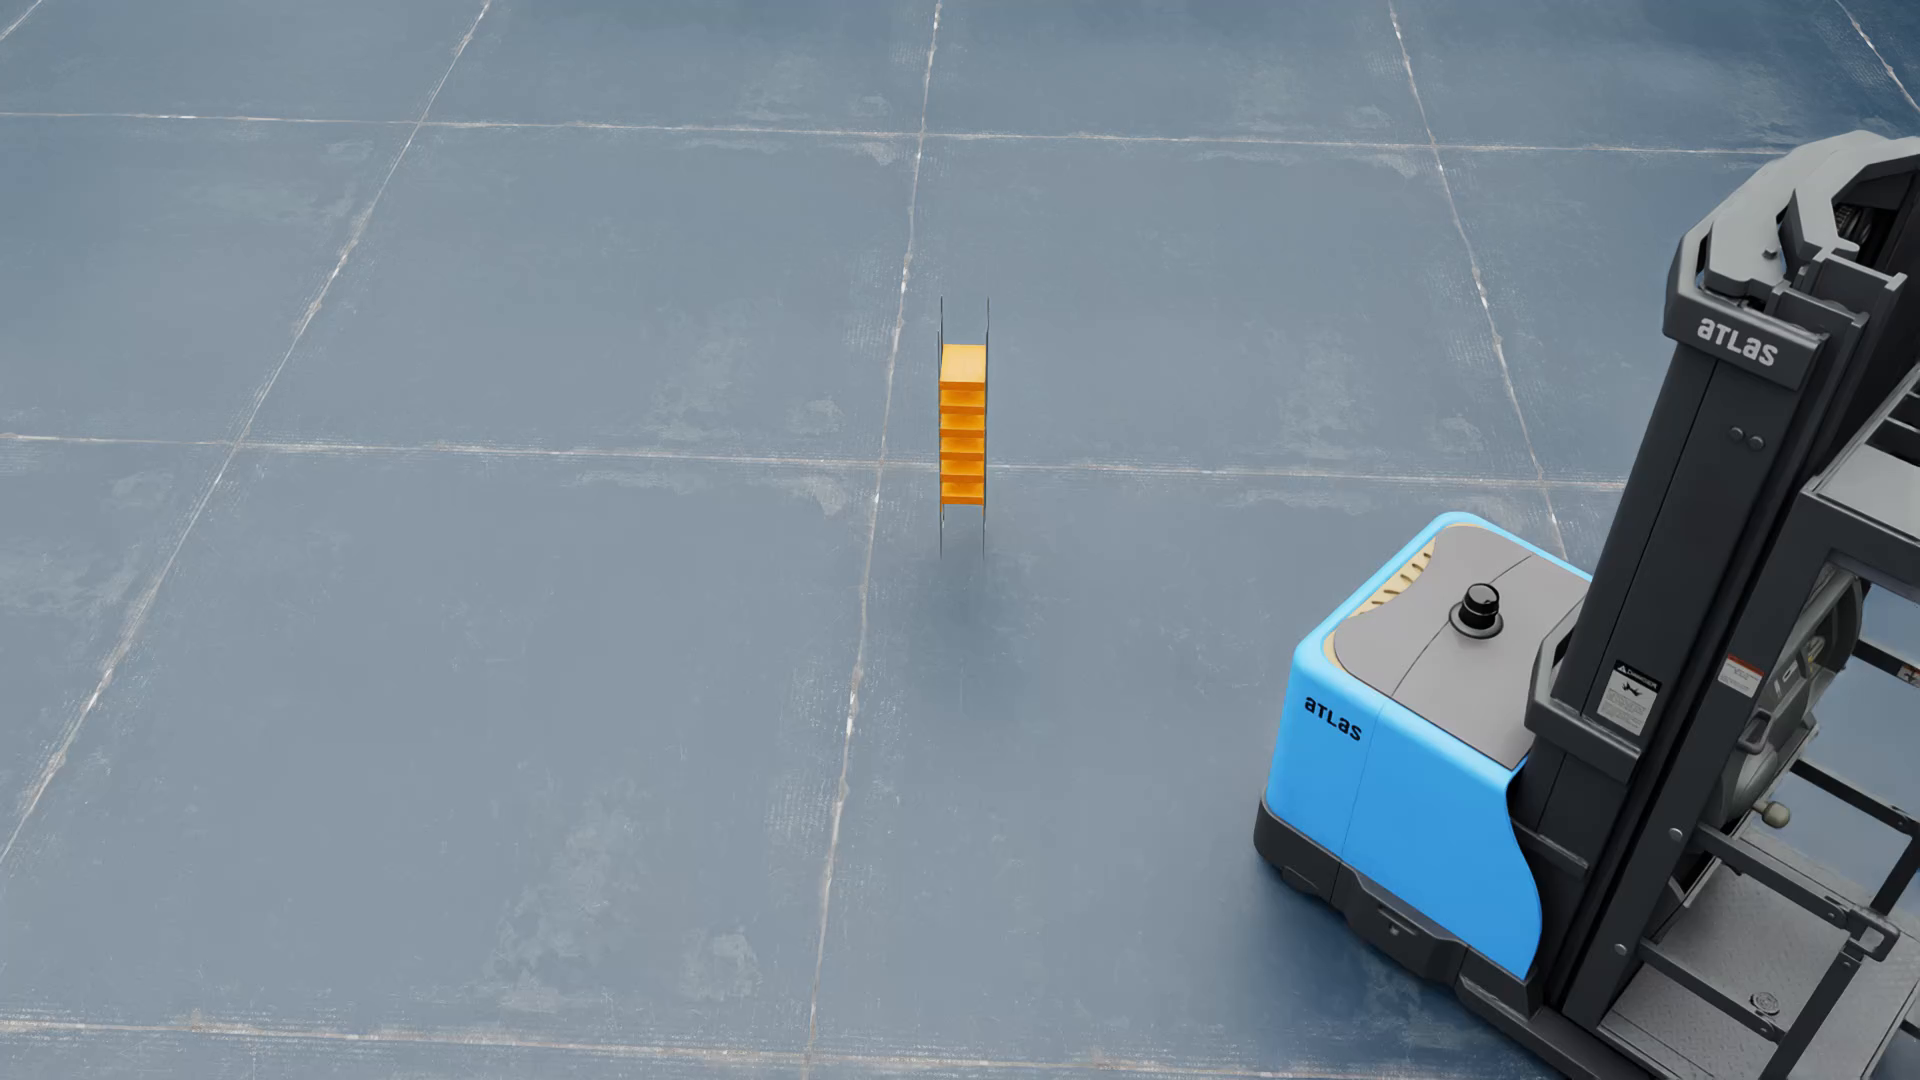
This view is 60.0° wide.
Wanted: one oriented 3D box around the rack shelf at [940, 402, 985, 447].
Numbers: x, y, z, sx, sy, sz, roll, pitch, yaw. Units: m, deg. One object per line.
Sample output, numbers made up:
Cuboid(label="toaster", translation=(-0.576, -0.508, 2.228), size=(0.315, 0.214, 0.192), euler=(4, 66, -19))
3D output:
Cuboid(label="rack shelf", translation=(0.014, -0.494, 6.789), size=(0.180, 0.103, 0.258), euler=(2, 43, 2))

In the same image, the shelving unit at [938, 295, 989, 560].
Cuboid(label="shelving unit", translation=(0.014, -0.439, 6.841), size=(0.189, 1.200, 0.258), euler=(2, 43, 2))

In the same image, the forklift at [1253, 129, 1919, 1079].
Cuboid(label="forklift", translation=(2.472, 0.516, 4.546), size=(3.031, 2.935, 1.130), euler=(33, 52, 30))

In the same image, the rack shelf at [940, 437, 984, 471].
Cuboid(label="rack shelf", translation=(0.014, -0.406, 6.871), size=(0.180, 0.103, 0.258), euler=(2, 43, 2))

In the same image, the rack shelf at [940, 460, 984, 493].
Cuboid(label="rack shelf", translation=(0.014, -0.318, 6.953), size=(0.180, 0.103, 0.258), euler=(2, 43, 2))

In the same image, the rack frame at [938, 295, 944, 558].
Cuboid(label="rack frame", translation=(-0.077, -0.441, 6.844), size=(0.006, 1.200, 0.240), euler=(2, 43, 2))

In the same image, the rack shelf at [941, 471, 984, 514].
Cuboid(label="rack shelf", translation=(0.014, -0.230, 7.034), size=(0.180, 0.103, 0.258), euler=(2, 43, 2))

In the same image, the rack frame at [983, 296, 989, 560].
Cuboid(label="rack frame", translation=(0.106, -0.436, 6.838), size=(0.006, 1.200, 0.240), euler=(2, 43, 2))

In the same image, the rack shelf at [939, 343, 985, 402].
Cuboid(label="rack shelf", translation=(0.014, -0.669, 6.625), size=(0.180, 0.103, 0.258), euler=(2, 43, 2))

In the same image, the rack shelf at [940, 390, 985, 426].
Cuboid(label="rack shelf", translation=(0.014, -0.582, 6.707), size=(0.180, 0.103, 0.258), euler=(2, 43, 2))
